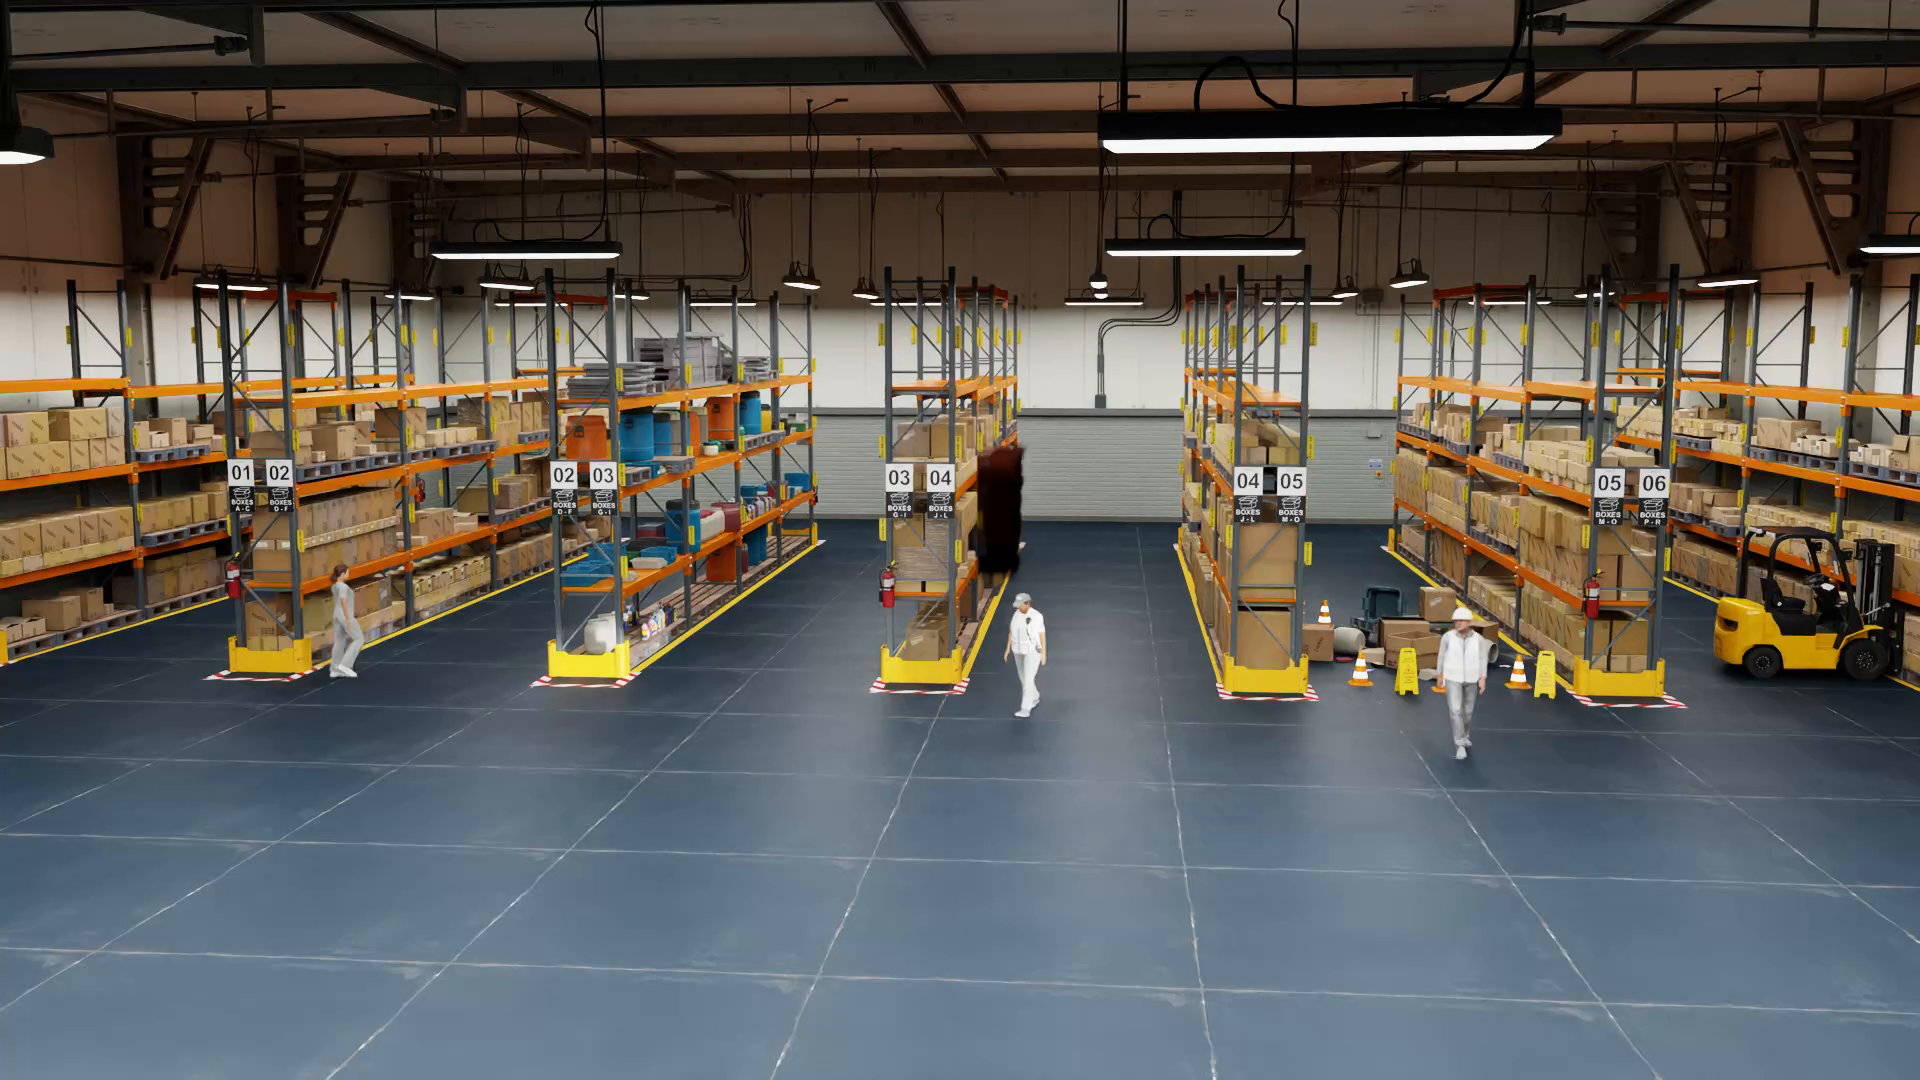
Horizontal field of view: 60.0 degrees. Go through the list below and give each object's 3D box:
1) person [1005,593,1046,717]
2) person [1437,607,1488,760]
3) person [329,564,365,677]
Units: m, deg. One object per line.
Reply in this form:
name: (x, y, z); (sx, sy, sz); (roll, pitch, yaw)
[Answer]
person: (0.872, 1.502, 22.232); (0.521, 1.616, 0.896); (6, 9, 39)
person: (6.079, 1.694, 20.080); (0.571, 1.759, 0.871); (1, 7, 7)
person: (-9.127, 1.191, 24.581); (0.553, 1.645, 0.482); (6, 9, 41)
